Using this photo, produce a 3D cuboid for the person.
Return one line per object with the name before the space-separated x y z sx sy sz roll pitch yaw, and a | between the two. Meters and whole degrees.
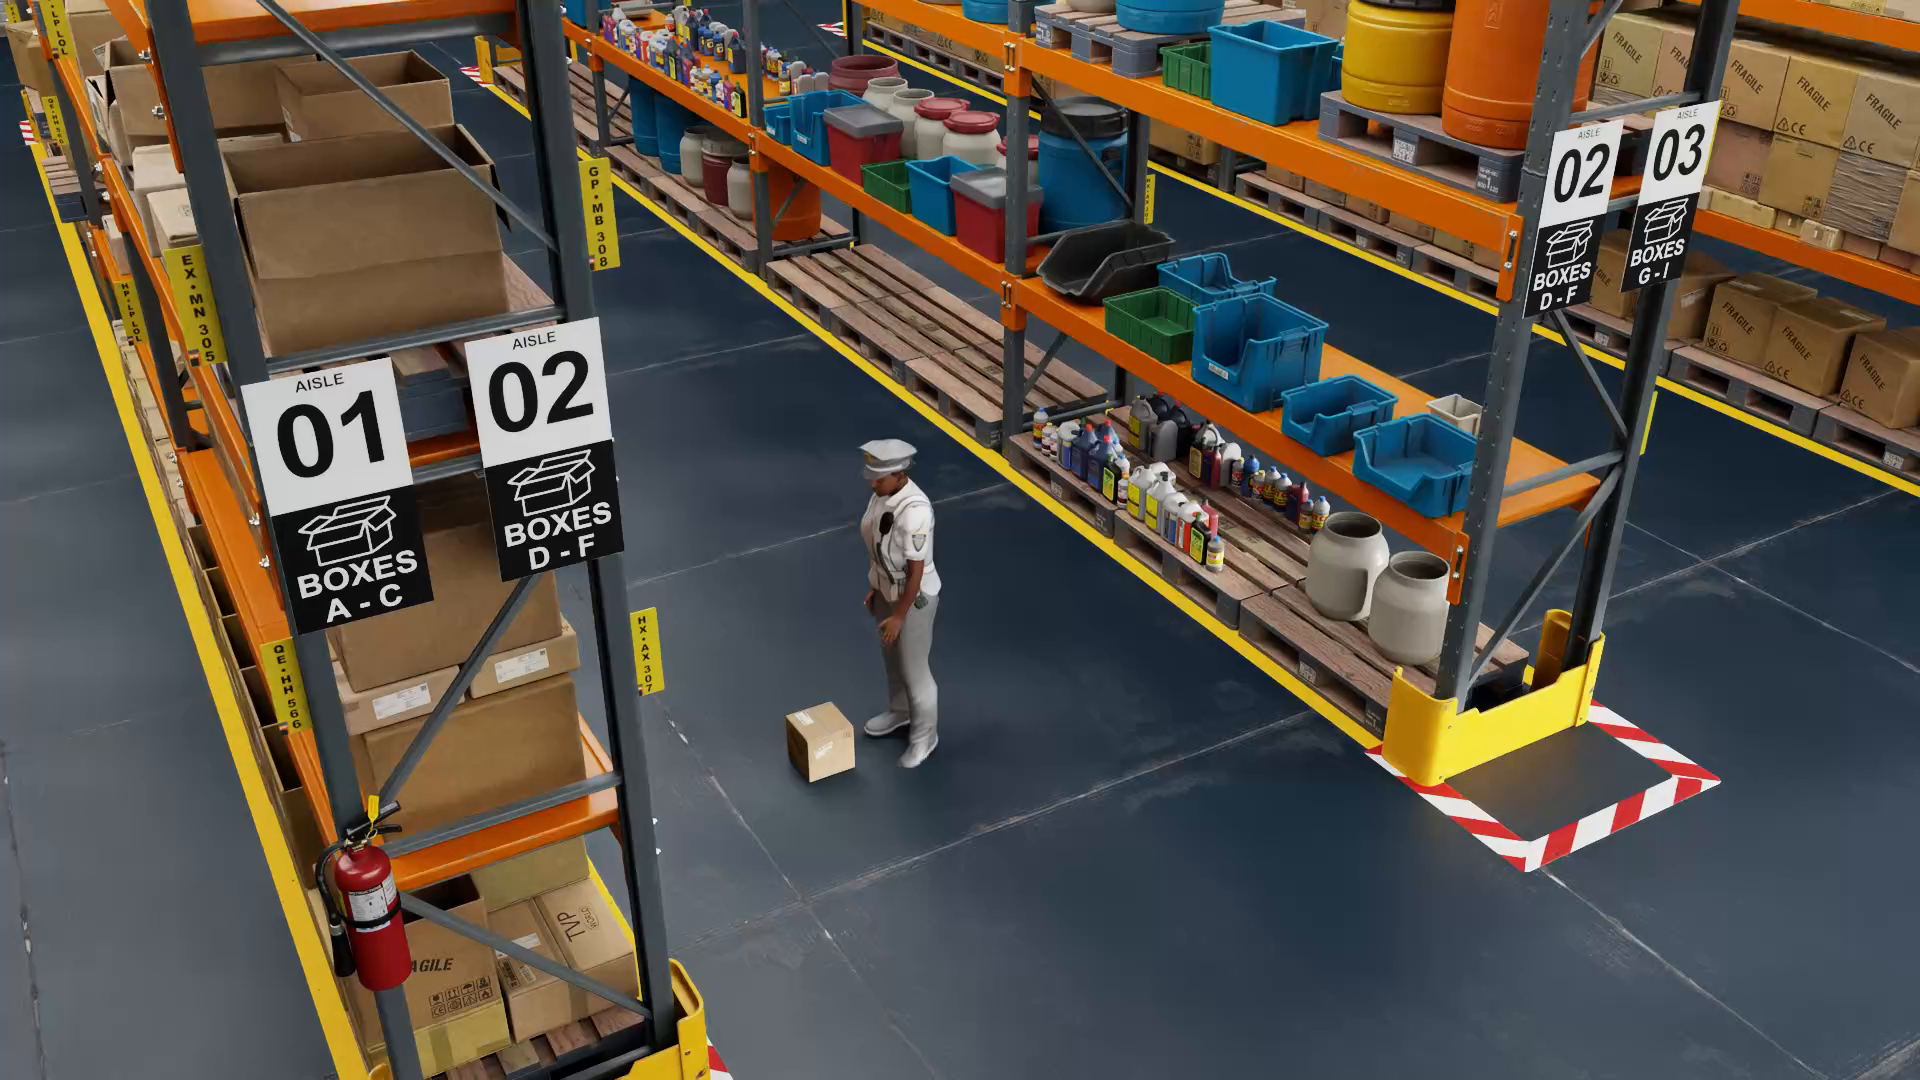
person | -0.290 0.305 8.049 0.392 1.713 0.471 -15 32 -24
